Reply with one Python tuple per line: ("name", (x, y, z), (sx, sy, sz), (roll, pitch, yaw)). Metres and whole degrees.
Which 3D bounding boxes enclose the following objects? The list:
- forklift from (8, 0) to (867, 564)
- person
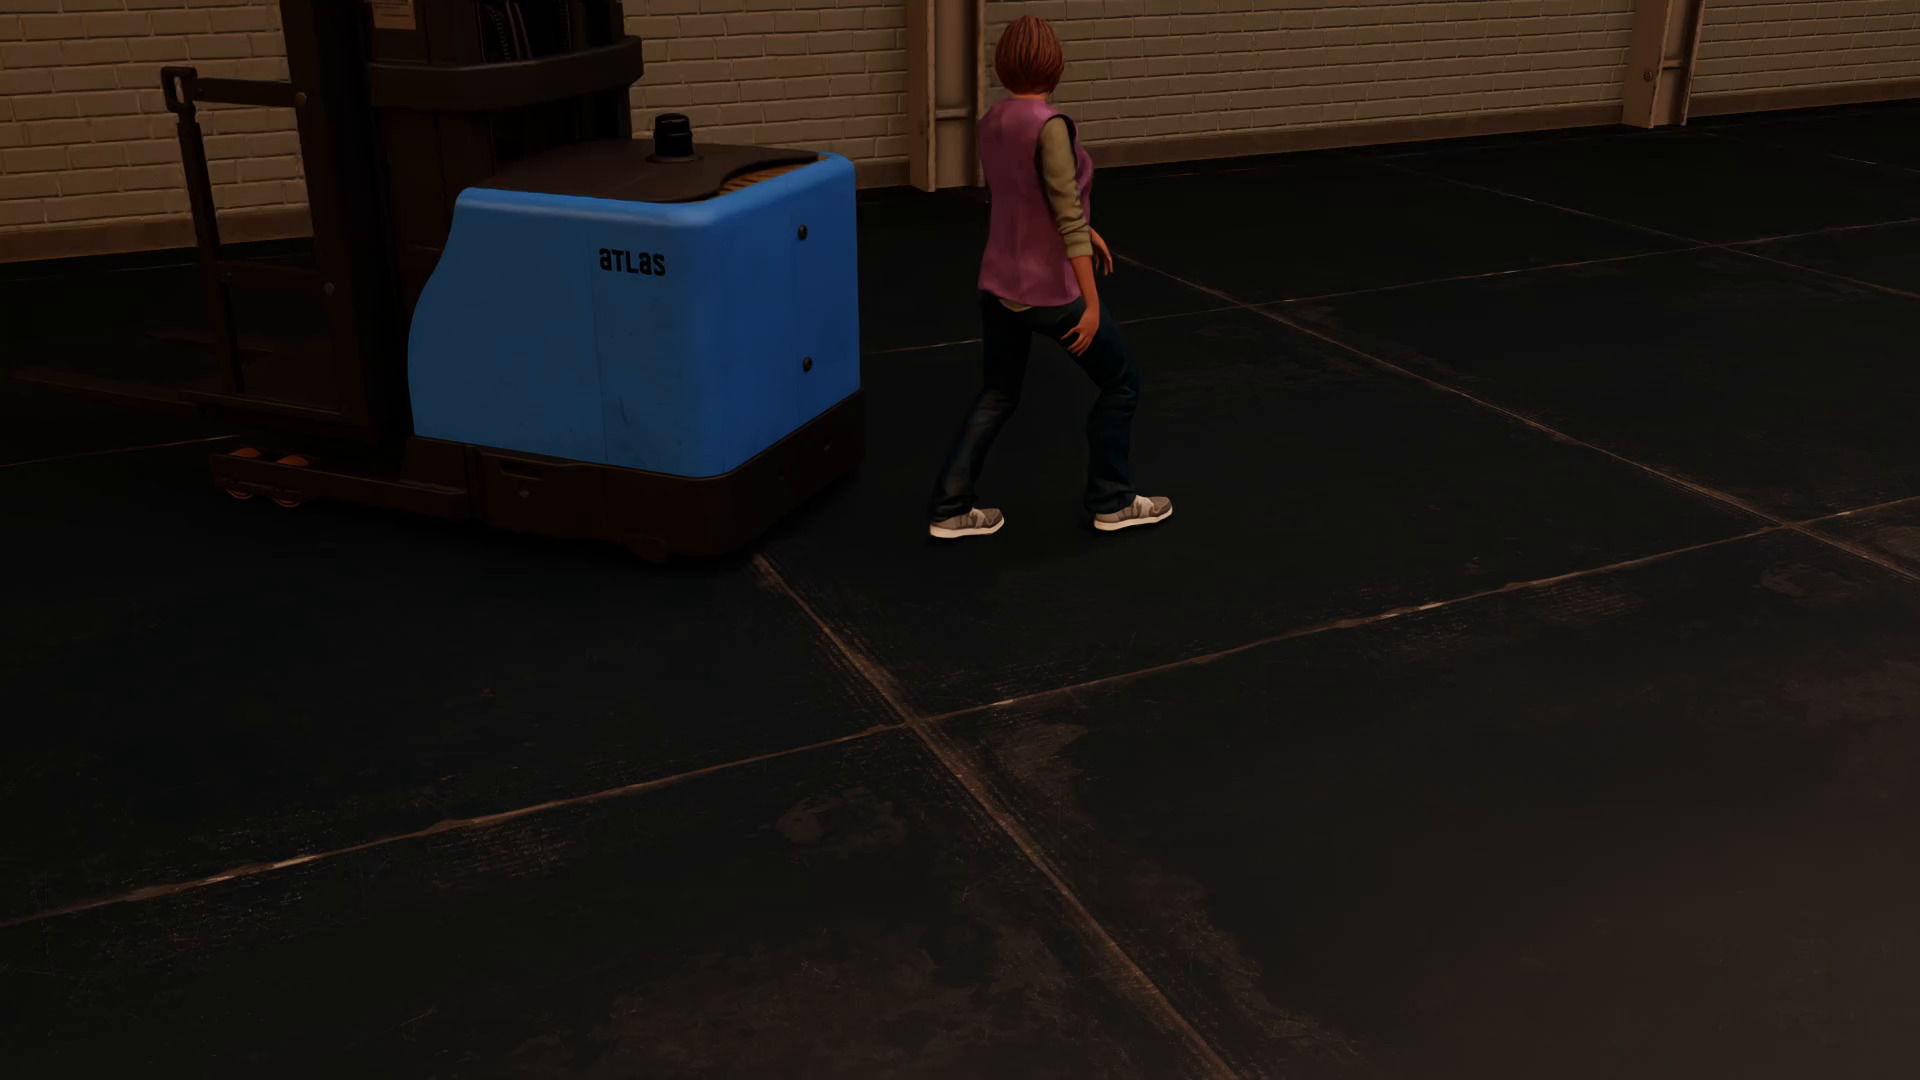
("forklift", (-1.882, -1.633, 5.216), (3.031, 2.935, 1.130), (9, 24, 21))
("person", (0.281, -0.731, 4.878), (0.739, 1.537, 0.539), (-16, 28, -34))
